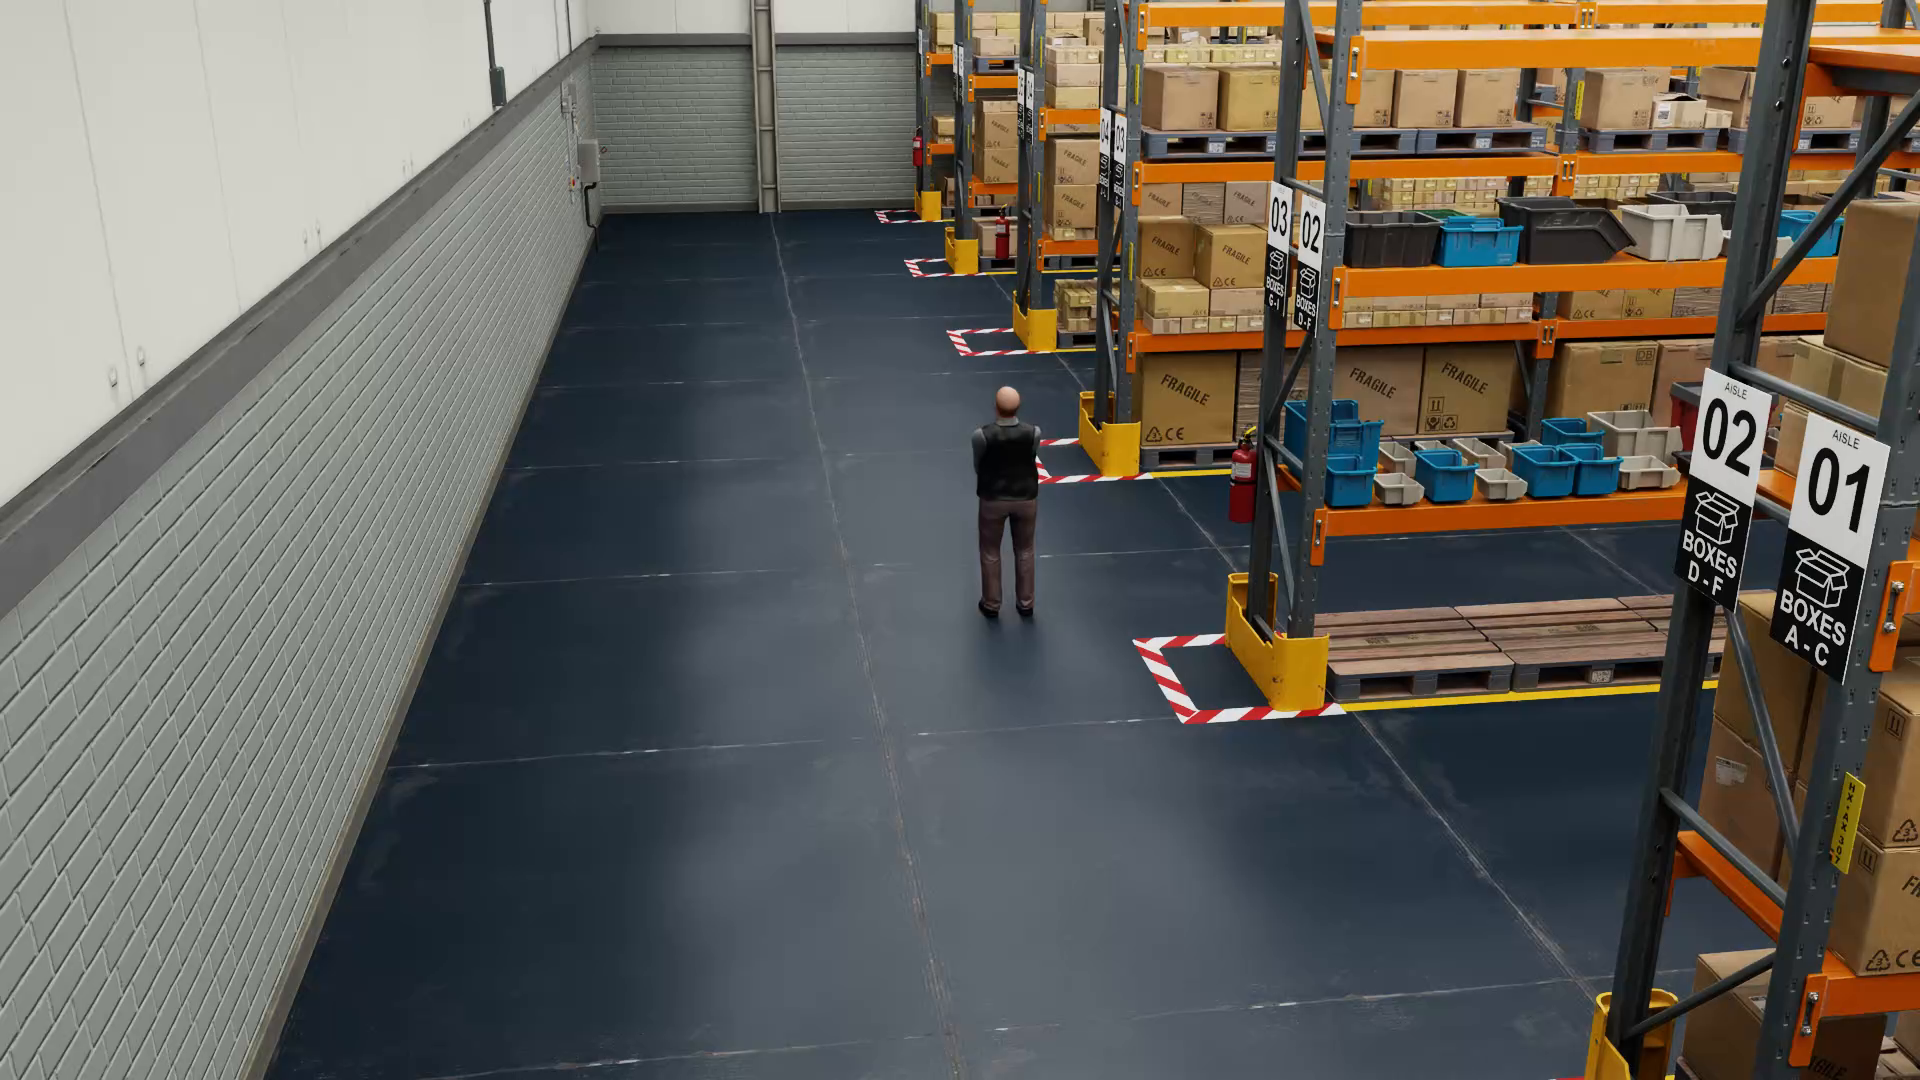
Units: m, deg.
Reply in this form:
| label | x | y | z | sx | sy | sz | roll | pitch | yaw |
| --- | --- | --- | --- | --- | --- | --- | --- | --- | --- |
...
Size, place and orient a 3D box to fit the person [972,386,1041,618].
| label | x | y | z | sx | sy | sz | roll | pitch | yaw |
| --- | --- | --- | --- | --- | --- | --- | --- | --- | --- |
| person | 0.312 | -0.307 | 11.972 | 0.494 | 1.712 | 0.559 | -3 | 20 | -8 |
